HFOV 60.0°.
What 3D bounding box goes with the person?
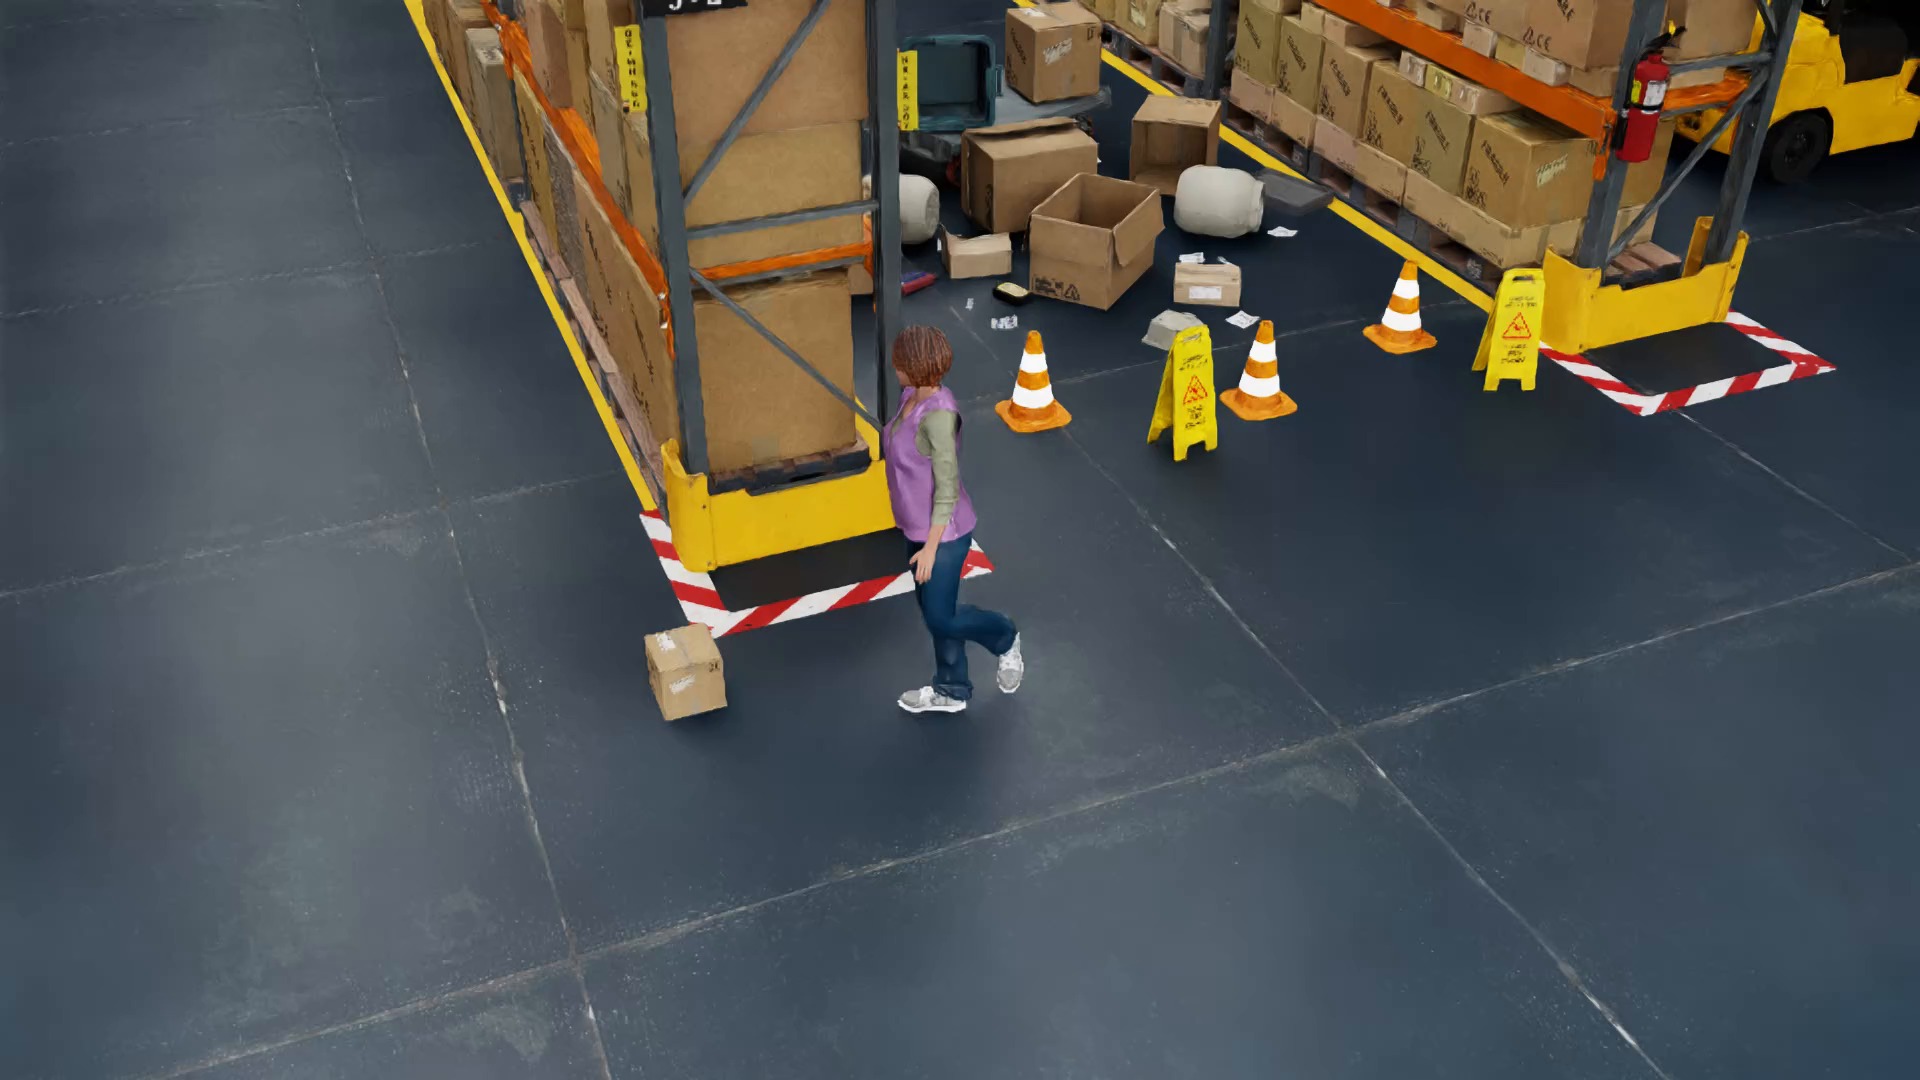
[{"bbox_3d":[-0.027,-0.046,6.278,0.517,1.512,0.470,-14,36,-20],"label":"person"}]
